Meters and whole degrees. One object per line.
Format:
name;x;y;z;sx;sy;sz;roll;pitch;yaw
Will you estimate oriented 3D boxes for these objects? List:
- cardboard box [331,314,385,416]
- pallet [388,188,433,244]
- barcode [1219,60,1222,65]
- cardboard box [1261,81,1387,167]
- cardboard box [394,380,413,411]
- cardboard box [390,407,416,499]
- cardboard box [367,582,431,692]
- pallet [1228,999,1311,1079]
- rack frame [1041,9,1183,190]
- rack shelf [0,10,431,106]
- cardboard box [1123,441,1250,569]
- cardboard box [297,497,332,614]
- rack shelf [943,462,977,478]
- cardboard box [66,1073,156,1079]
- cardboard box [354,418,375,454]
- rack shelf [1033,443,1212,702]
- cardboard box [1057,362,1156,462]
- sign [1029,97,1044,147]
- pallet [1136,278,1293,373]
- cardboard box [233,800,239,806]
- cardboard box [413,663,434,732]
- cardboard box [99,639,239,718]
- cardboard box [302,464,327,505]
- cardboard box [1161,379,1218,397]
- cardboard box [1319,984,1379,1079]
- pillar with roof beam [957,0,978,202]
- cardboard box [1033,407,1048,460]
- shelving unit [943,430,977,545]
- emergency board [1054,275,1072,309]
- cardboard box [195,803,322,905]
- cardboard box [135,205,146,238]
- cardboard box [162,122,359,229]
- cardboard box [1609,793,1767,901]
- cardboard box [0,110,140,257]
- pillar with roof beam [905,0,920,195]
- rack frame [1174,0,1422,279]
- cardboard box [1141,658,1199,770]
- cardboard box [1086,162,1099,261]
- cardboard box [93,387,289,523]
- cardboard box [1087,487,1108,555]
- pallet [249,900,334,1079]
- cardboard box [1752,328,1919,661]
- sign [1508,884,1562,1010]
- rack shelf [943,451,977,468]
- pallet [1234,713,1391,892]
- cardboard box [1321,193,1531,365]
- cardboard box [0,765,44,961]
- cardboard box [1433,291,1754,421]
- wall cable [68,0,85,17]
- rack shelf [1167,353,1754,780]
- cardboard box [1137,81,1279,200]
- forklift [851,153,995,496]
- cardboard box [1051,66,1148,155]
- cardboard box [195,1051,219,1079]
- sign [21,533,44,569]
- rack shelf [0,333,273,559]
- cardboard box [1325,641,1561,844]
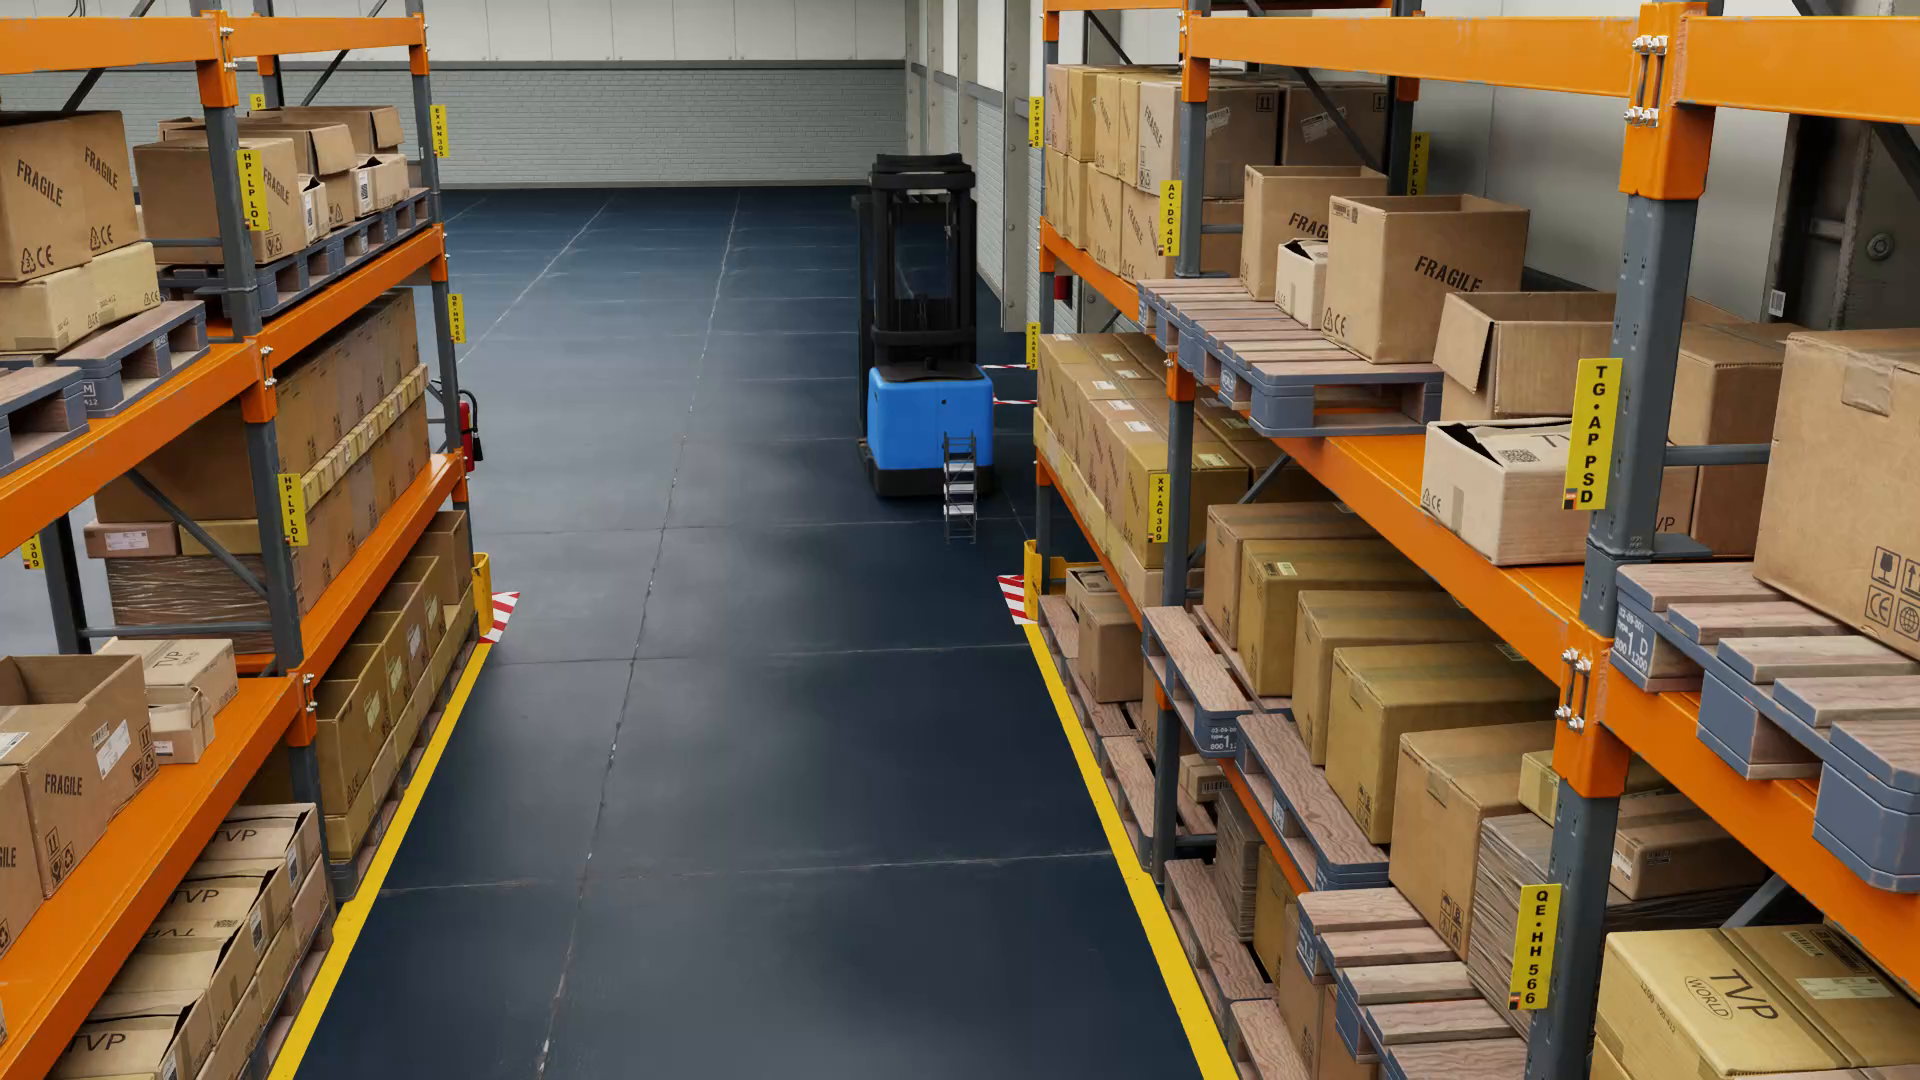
cardboard box;-3.724;-0.993;9.501;0.700;0.500;0.500;-2;18;-5
pallet;-3.830;-1.966;10.072;1.003;0.211;1.213;-2;18;-6
barcode;1.620;-2.989;10.344;0.001;0.075;0.075;-2;18;-6
cardboard box;1.696;-1.871;7.753;0.500;0.500;0.500;-1;17;-4
cardboard box;-3.594;-0.884;10.235;0.380;0.149;0.250;-2;18;-6
cardboard box;-3.783;-0.541;10.224;0.700;0.500;0.500;-1;17;-4
cardboard box;-3.358;0.562;9.516;0.500;0.500;0.500;-2;18;-6
pallet;1.673;2.176;6.395;1.003;0.211;1.213;-2;18;-6
rack frame;1.050;-3.805;10.774;1.000;3.000;0.127;-2;18;-6
rack shelf;-3.671;-2.521;8.553;1.077;0.370;4.000;-2;18;-6
cardboard box;1.106;-0.178;8.202;0.500;0.500;0.500;-2;18;-6
cardboard box;-3.578;0.066;8.291;0.700;0.500;0.500;-2;18;-6
rack shelf;0.001;-0.567;13.491;0.258;0.077;0.200;-2;18;-6
cardboard box;-2.927;1.965;5.362;0.500;0.311;0.500;-2;18;-7
cardboard box;-3.486;-0.576;9.254;0.380;0.149;0.250;-2;18;-6
rack shelf;1.256;-0.004;9.882;1.077;0.370;4.000;-2;18;-6
cardboard box;0.888;-0.785;10.136;0.500;0.500;0.500;-2;18;-7
sign;0.510;-2.774;11.039;0.100;0.325;0.005;-2;18;-6
pallet;1.420;-0.905;6.859;1.213;0.211;1.003;-2;18;-6
cardboard box;-3.730;1.383;8.153;0.500;0.250;0.500;-2;18;-6
cardboard box;-3.362;0.920;9.628;0.500;0.250;0.500;-2;18;-6
cardboard box;-3.371;0.620;6.945;0.500;0.250;0.500;-1;17;-2
cardboard box;-3.383;-0.270;8.279;0.380;0.149;0.250;-2;18;-6
cardboard box;1.461;-0.651;9.707;0.500;0.500;0.500;-2;17;-5
cardboard box;1.732;1.906;6.036;0.700;0.500;0.500;-2;18;-6
pillar with roof beam;-4.156;-8.853;26.853;9.100;9.000;0.400;-2;18;-6
cardboard box;0.784;-0.726;11.198;0.500;0.250;0.500;-2;18;-7
shelving unit;0.001;-0.427;13.535;0.258;0.900;0.210;-2;18;-6
emergency board;1.146;-3.286;19.136;0.194;1.169;0.643;-2;18;-6
cardboard box;-3.138;1.359;7.294;0.500;0.311;0.500;-2;18;-6
cardboard box;-3.861;-1.526;8.008;0.380;0.149;0.250;-2;18;-6
cardboard box;-3.509;-1.839;8.412;0.797;0.503;0.637;0;17;0
cardboard box;1.809;0.772;4.227;0.380;0.149;0.250;-4;18;-13
cardboard box;-3.440;-1.330;6.194;0.500;0.500;0.500;-2;17;-5
pillar with roof beam;-5.394;-12.428;38.241;9.100;9.000;0.400;-2;18;-6
rack frame;1.462;-2.613;6.978;1.000;3.000;0.127;-2;18;-6
cardboard box;1.315;0.924;9.166;0.500;0.500;0.500;-3;18;-10
cardboard box;0.989;-1.849;9.351;0.500;0.500;0.500;-1;17;-2
cardboard box;-3.517;-0.396;7.597;0.700;0.500;0.500;-2;18;-5
cardboard box;1.001;-0.119;9.265;0.500;0.250;0.500;-2;18;-6
pallet;-3.350;1.952;7.108;1.003;0.211;1.213;-2;18;-6
cardboard box;1.981;-0.108;3.105;0.700;0.500;0.500;-3;18;-10
sign;1.336;0.946;3.857;0.100;0.325;0.005;-2;18;-6
rack shelf;0.001;-0.653;13.464;0.258;0.077;0.200;-2;18;-6
pallet;1.630;0.944;5.984;1.003;0.211;1.213;-2;18;-6
cardboard box;1.566;-0.898;5.652;0.500;0.500;0.500;-2;18;-8
cardboard box;-3.242;1.048;5.165;0.500;0.500;0.500;-3;18;-9
cardboard box;1.833;-0.438;4.852;0.797;0.503;0.637;1;17;2
wall cable;-21.988;-14.418;38.901;2.305;6.003;0.169;-2;18;-6
rack shelf;1.668;-0.243;5.637;1.077;0.370;4.000;-2;18;-6
cardboard box;1.141;-1.857;7.708;0.500;0.500;0.500;-3;18;-10
forklift;-0.427;-2.181;15.731;1.130;2.935;3.031;-3;18;-8
cardboard box;0.849;-2.635;10.185;0.500;0.500;0.500;-2;18;-6
cardboard box;-2.979;2.084;5.921;0.500;0.250;0.500;-1;17;-5
sign;-4.017;-0.030;7.188;0.100;0.325;0.005;-2;18;-6
rack shelf;-3.259;-0.089;5.146;1.077;0.370;4.000;-2;18;-6
cardboard box;1.666;0.673;5.625;0.700;0.500;0.500;-2;18;-6
